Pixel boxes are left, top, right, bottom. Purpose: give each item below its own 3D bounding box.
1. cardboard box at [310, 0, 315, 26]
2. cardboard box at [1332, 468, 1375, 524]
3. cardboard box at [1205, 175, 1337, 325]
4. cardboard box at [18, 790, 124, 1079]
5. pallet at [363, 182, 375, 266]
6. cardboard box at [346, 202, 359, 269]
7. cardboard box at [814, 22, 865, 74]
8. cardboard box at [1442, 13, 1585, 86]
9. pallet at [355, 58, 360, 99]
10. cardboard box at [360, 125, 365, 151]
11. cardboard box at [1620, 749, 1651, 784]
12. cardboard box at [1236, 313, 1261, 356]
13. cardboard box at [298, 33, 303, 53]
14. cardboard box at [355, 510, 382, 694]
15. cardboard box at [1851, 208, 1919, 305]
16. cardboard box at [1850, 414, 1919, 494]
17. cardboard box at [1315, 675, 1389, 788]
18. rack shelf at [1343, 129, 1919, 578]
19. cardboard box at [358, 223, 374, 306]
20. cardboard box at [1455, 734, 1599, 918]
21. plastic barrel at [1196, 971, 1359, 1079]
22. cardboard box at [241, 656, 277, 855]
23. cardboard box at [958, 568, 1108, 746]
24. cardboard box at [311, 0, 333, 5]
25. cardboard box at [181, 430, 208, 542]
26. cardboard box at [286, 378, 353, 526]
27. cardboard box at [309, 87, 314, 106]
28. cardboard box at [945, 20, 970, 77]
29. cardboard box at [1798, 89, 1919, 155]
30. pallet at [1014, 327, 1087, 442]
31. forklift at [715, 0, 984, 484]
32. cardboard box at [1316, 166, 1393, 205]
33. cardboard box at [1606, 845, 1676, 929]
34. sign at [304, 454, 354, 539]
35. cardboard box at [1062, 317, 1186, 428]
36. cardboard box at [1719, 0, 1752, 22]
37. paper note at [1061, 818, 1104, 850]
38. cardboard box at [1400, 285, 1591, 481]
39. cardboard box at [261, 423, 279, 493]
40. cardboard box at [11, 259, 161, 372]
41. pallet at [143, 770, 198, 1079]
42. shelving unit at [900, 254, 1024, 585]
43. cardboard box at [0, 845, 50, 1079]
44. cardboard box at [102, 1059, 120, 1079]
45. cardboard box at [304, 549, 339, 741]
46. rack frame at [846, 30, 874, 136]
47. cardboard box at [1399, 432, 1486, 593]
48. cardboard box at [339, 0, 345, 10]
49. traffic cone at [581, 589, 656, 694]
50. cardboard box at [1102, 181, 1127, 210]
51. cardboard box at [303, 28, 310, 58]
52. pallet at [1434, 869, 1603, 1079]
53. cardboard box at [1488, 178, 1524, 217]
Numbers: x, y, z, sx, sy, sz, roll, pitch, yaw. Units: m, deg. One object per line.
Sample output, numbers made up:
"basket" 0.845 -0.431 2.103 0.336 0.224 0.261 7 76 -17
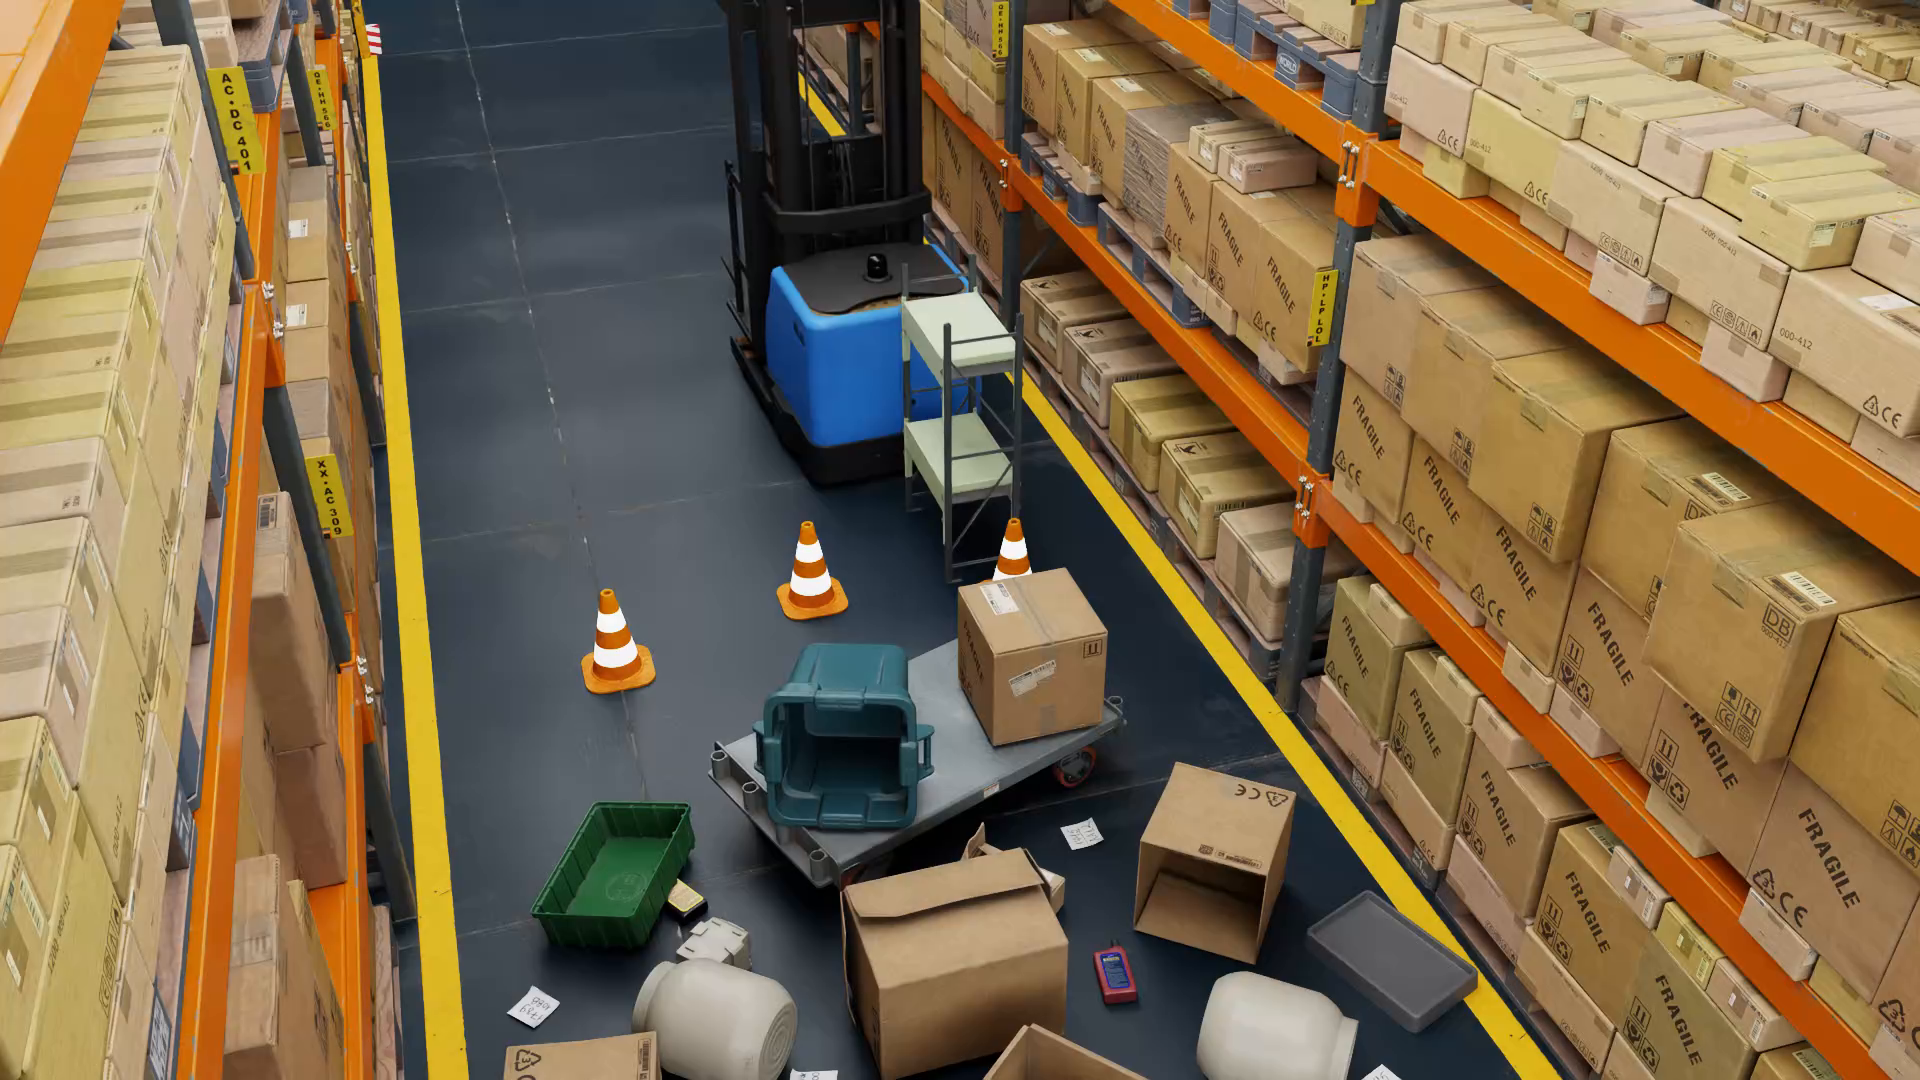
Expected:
"cardboard box" -4.825 -3.754 11.877 0.380 0.149 0.250 -11 35 -16
"cardboard box" 1.779 -0.220 6.910 0.380 0.149 0.250 -10 35 -15
"cardboard box" 1.477 -1.350 7.650 0.500 0.500 0.500 -10 35 -14
"cardboard box" -1.377 0.615 2.092 0.500 0.250 0.500 -10 35 -15
"pallet" -4.896 -2.287 12.339 1.003 0.211 1.213 -10 35 -15
"cardboard box" -4.049 -1.873 10.390 0.500 0.250 0.500 -10 35 -15
"cardboard box" -0.814 -4.669 15.357 0.875 0.438 0.875 -11 35 -16
"cardboard box" 1.881 -1.672 5.663 0.380 0.149 0.250 -9 35 -13
"pallet" -6.118 -4.324 15.421 1.003 0.211 1.213 -10 35 -15
"cardboard box" -5.021 -3.230 13.442 0.380 0.149 0.250 -9 35 -13
"cardboard box" 2.444 0.694 5.526 0.380 0.149 0.250 -10 35 -15
"cardboard box" 1.505 -0.980 7.679 0.380 0.149 0.250 -11 35 -16
"cardboard box" -4.273 -3.043 10.261 0.380 0.149 0.250 -9 35 -13
"cardboard box" -3.260 0.286 7.575 1.050 0.750 0.750 -10 35 -15
"cardboard box" 2.536 -0.738 4.249 0.380 0.149 0.250 -11 35 -16
"cardboard box" 2.543 -0.269 4.262 0.380 0.149 0.250 -10 35 -15
"cardboard box" 1.912 0.783 7.277 0.500 0.250 0.500 -12 35 -17
"rack shelf" 2.599 -0.446 4.955 1.077 0.370 4.000 -10 35 -15
"cardboard box" -4.205 -1.838 11.016 0.500 0.500 0.500 -11 35 -16
"cardboard box" 2.243 1.021 6.236 0.500 0.500 0.500 -8 34 -12
"plastic barrel" 1.137 1.801 5.961 0.512 0.421 0.421 13 36 18
"cardboard box" -2.302 0.603 4.320 0.875 0.550 0.550 -10 35 -15
"cardboard box" 0.303 0.498 7.176 0.500 0.500 0.500 -10 35 -15
"cardboard box" -5.046 -4.327 12.537 0.500 0.500 0.500 -11 35 -16
"cardboard box" -1.812 -0.084 3.511 0.380 0.149 0.250 -10 35 -15
"cardboard box" -2.753 -0.287 6.692 0.500 0.500 0.500 -10 35 -14
"cardboard box" -4.265 -2.794 10.424 0.380 0.149 0.250 -10 35 -14
"cardboard box" 0.219 -3.271 10.981 0.500 0.250 0.500 -11 35 -16
"cardboard box" 2.753 -1.224 4.985 0.380 0.149 0.250 -10 35 -14
"pallet" 1.006 -1.071 10.498 1.003 0.211 1.213 -10 35 -15
"forklift" -0.847 -2.347 9.963 1.130 2.935 3.031 -11 35 -17
"cardboard box" 1.966 -1.443 7.791 0.500 0.500 0.500 -10 35 -15
"cardboard box" 2.388 1.115 5.506 0.380 0.149 0.250 -9 34 -13
"sign" -2.166 -0.147 5.715 0.100 0.325 0.005 -10 35 -15
"cardboard box" 1.164 -1.039 9.924 0.950 0.372 0.625 -11 35 -16
"cardboard box" 5.311 -3.577 11.082 0.380 0.149 0.250 -9 35 -13
"paper note" 0.526 1.259 7.136 0.148 0.019 0.142 -10 35 -15
"cardboard box" 2.052 -0.588 5.971 0.700 0.500 0.500 -10 35 -14
"cardboard box" -2.851 -0.378 5.922 0.700 0.500 0.500 -11 35 -16
"cardboard box" -1.816 -0.420 3.296 0.380 0.149 0.250 -10 35 -14
"pallet" -1.711 0.839 2.439 1.003 0.211 1.213 -10 35 -15
"shelving unit" 0.002 -0.622 8.651 0.431 1.500 0.755 -10 35 -15
"cardboard box" -1.273 0.516 1.880 0.380 0.149 0.250 -10 35 -14
"cardboard box" -1.274 0.844 2.107 0.380 0.149 0.250 -10 35 -14
"cardboard box" -2.570 0.470 5.501 0.875 0.550 0.550 -10 35 -15
"rack frame" -0.451 -4.745 13.529 1.000 3.000 0.127 -10 35 -15
"cardboard box" 2.033 -0.173 6.250 0.500 0.500 0.500 -10 35 -15
"cardboard box" -5.952 -4.958 15.517 0.380 0.149 0.250 -10 35 -14
"traffic cone" -1.665 0.441 7.982 0.336 0.463 0.334 -10 35 -15
"cardboard box" 0.997 -1.946 9.141 0.380 0.149 0.250 -8 34 -12
"cardboard box" -4.420 -3.187 10.748 0.380 0.149 0.250 -10 35 -15
"pallet" 2.603 1.607 6.446 1.003 0.211 1.213 -10 35 -15
"cardboard box" 2.058 -1.228 5.714 0.380 0.149 0.250 -10 35 -15
